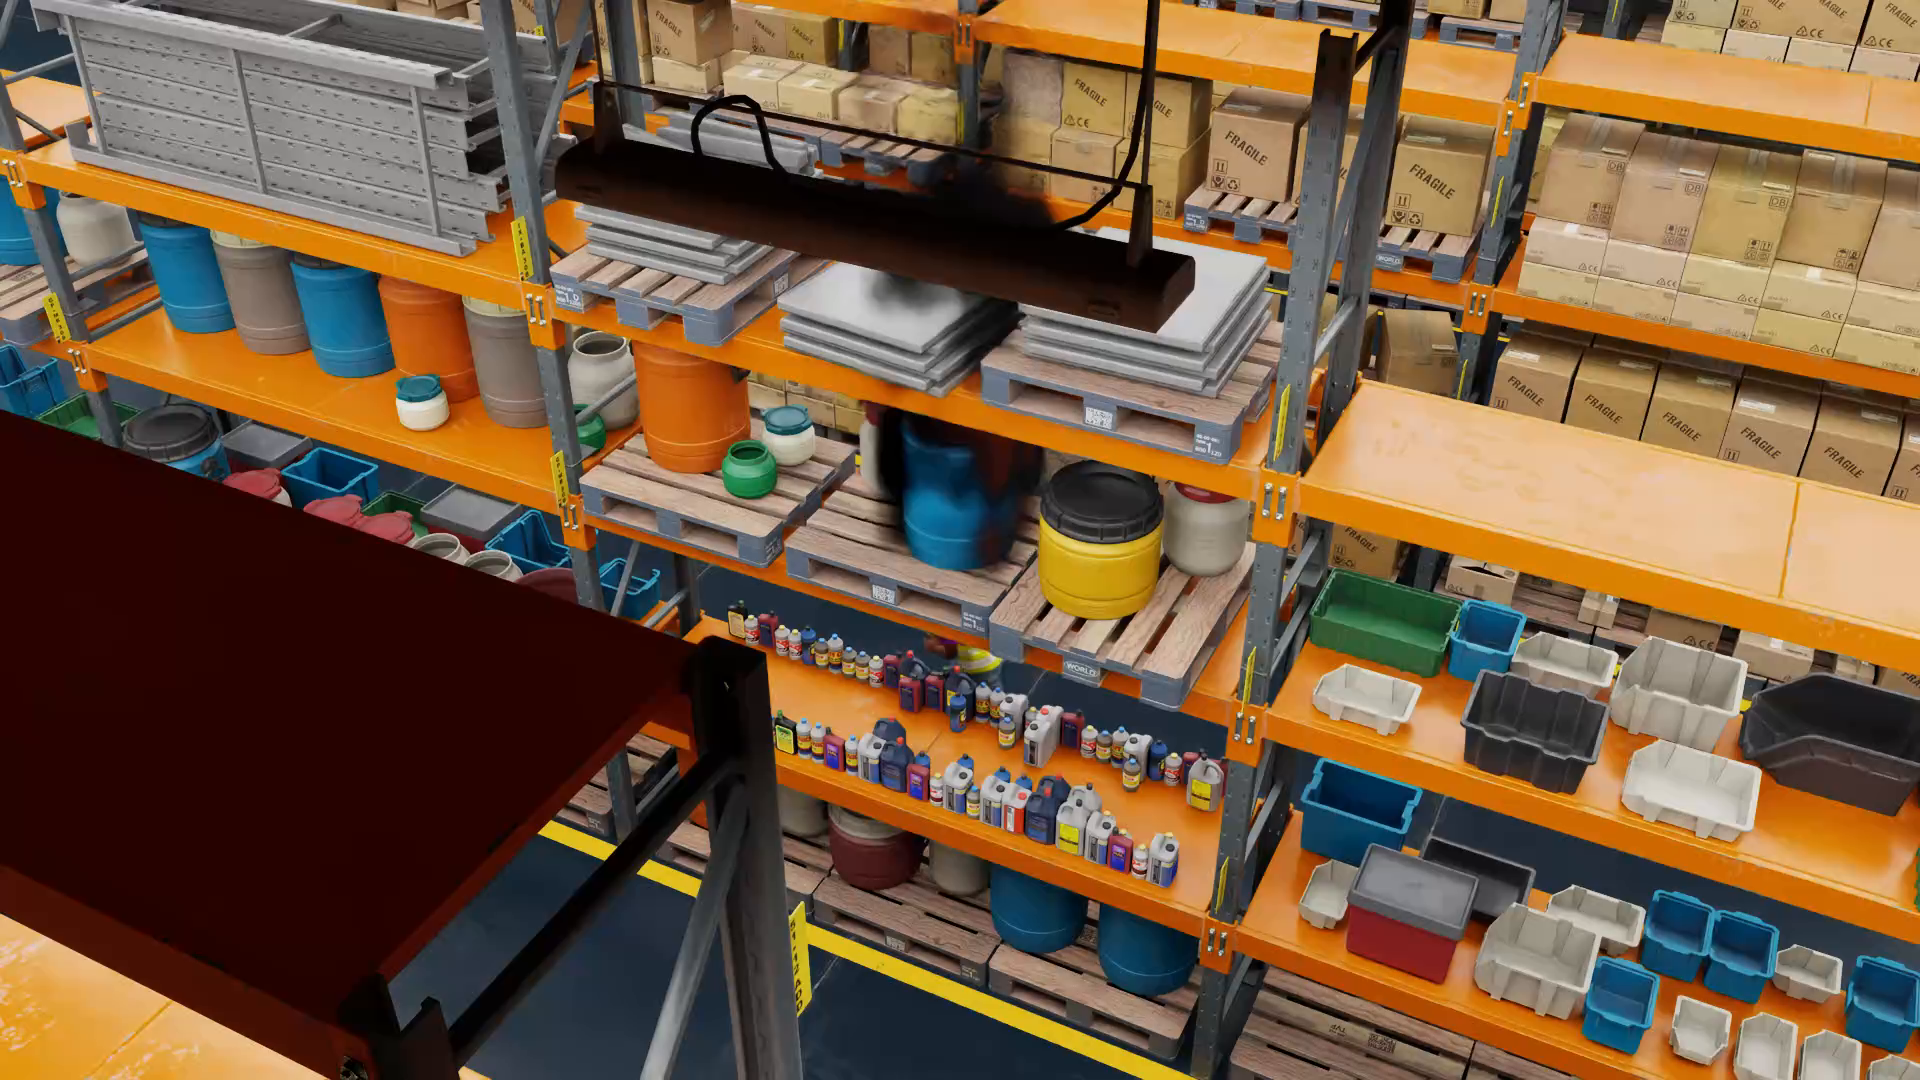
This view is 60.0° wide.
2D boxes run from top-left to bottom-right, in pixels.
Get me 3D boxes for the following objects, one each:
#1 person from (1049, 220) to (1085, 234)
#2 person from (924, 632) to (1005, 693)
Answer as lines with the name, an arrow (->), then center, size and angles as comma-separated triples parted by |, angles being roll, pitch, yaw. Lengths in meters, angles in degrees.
person -> 1.072, -2.892, 16.694 | 0.820, 1.503, 0.590 | 3, 35, 5
person -> 0.187, 0.850, 11.242 | 1.060, 1.715, 0.746 | 16, 38, 21
